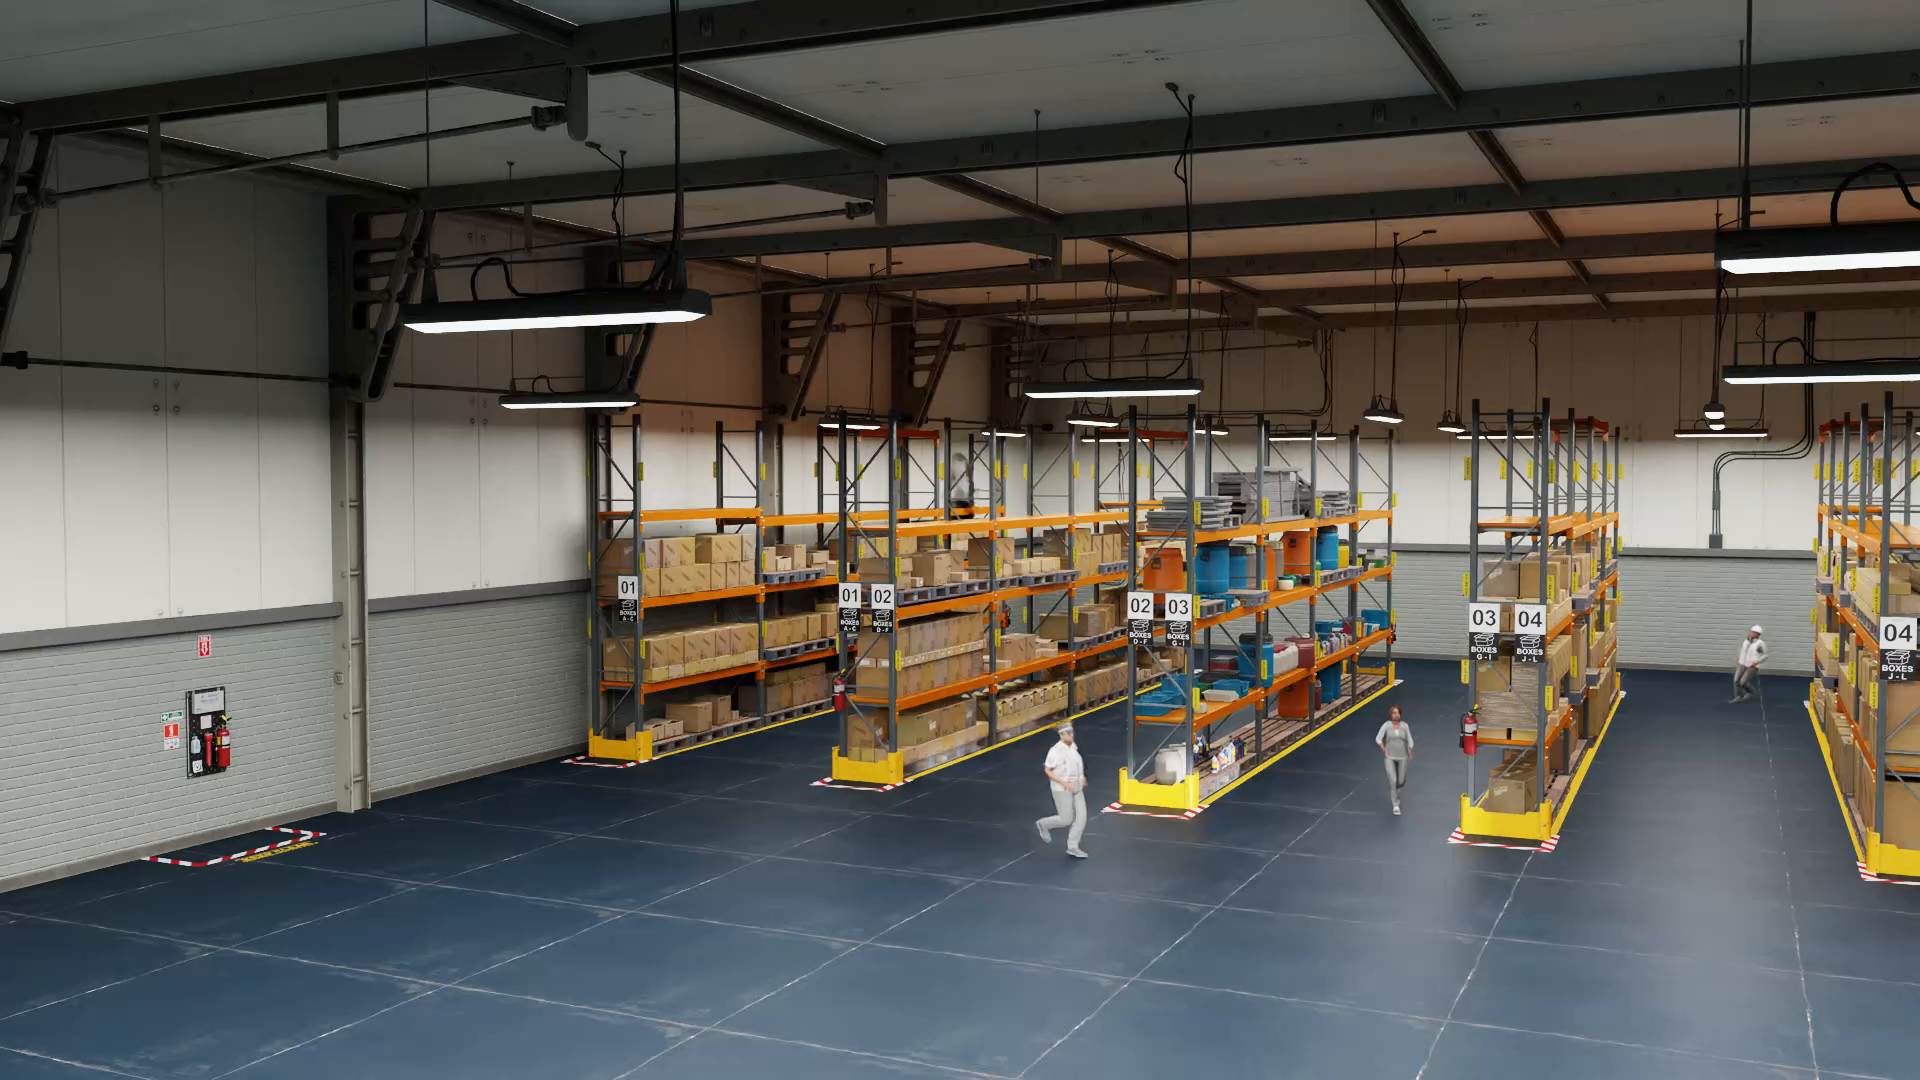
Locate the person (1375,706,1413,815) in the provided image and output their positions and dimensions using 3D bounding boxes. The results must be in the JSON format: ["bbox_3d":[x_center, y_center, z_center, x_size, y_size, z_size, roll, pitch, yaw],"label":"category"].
[{"bbox_3d":[6.406,3.231,24.526,0.540,1.554,0.604,0,2,7],"label":"person"}]

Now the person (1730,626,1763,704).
[{"bbox_3d":[16.979,2.687,35.783,0.521,1.710,0.647,-1,3,-29],"label":"person"}]

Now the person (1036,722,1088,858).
[{"bbox_3d":[1.371,3.243,21.741,0.752,1.752,0.663,2,3,43],"label":"person"}]
